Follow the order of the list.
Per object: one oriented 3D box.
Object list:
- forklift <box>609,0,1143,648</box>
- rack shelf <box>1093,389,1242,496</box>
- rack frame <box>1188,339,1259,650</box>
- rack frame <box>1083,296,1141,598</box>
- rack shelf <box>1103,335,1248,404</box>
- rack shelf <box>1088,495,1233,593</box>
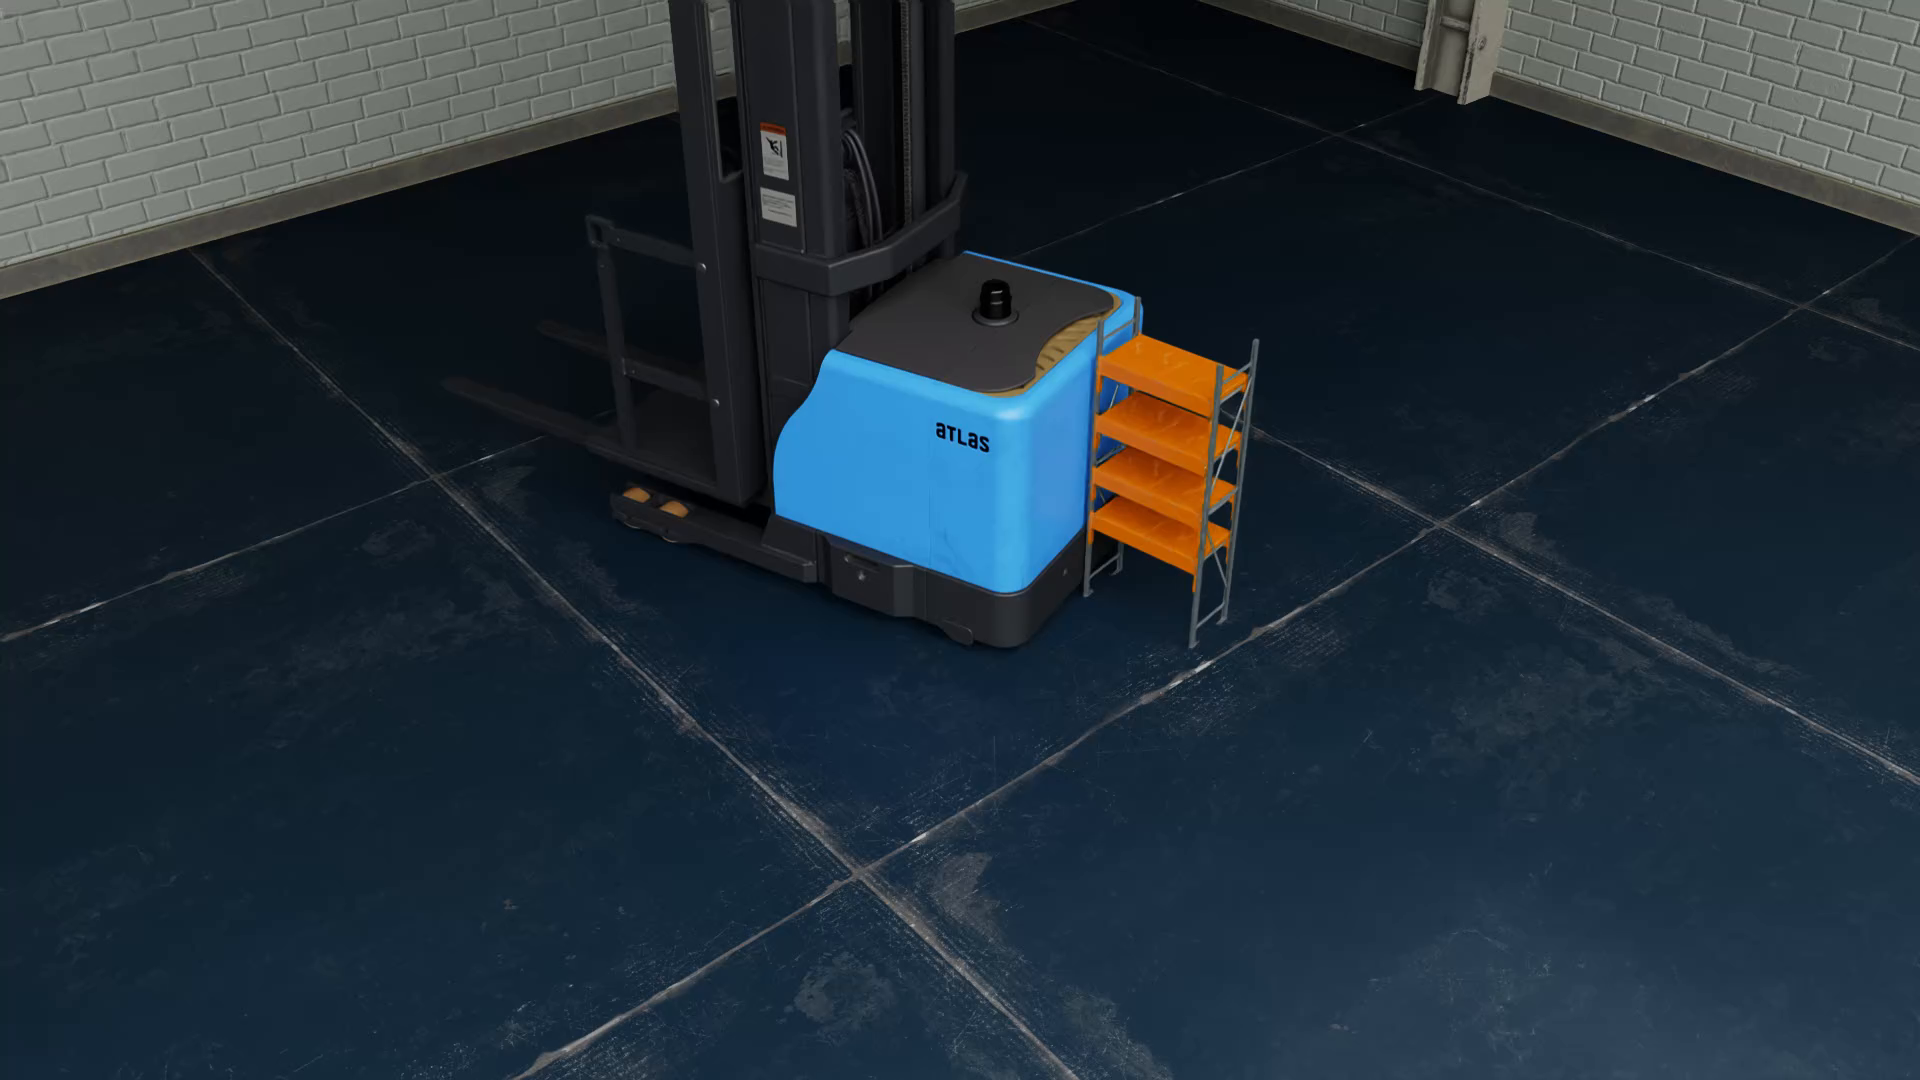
[{"bbox_3d":[-0.363,-1.241,6.021,1.939,2.867,1.129,19,39,25],"label":"forklift"},{"bbox_3d":[0.745,-0.357,5.945,0.480,0.148,0.258,26,43,32],"label":"rack shelf"},{"bbox_3d":[0.932,-0.138,5.907,0.015,1.200,0.240,26,43,32],"label":"rack frame"},{"bbox_3d":[0.559,-0.320,6.164,0.015,1.200,0.240,26,43,32],"label":"rack frame"},{"bbox_3d":[0.745,-0.582,5.786,0.457,0.050,0.221,26,43,32],"label":"rack shelf"},{"bbox_3d":[0.745,-0.012,6.189,0.480,0.148,0.258,26,43,32],"label":"rack shelf"}]
